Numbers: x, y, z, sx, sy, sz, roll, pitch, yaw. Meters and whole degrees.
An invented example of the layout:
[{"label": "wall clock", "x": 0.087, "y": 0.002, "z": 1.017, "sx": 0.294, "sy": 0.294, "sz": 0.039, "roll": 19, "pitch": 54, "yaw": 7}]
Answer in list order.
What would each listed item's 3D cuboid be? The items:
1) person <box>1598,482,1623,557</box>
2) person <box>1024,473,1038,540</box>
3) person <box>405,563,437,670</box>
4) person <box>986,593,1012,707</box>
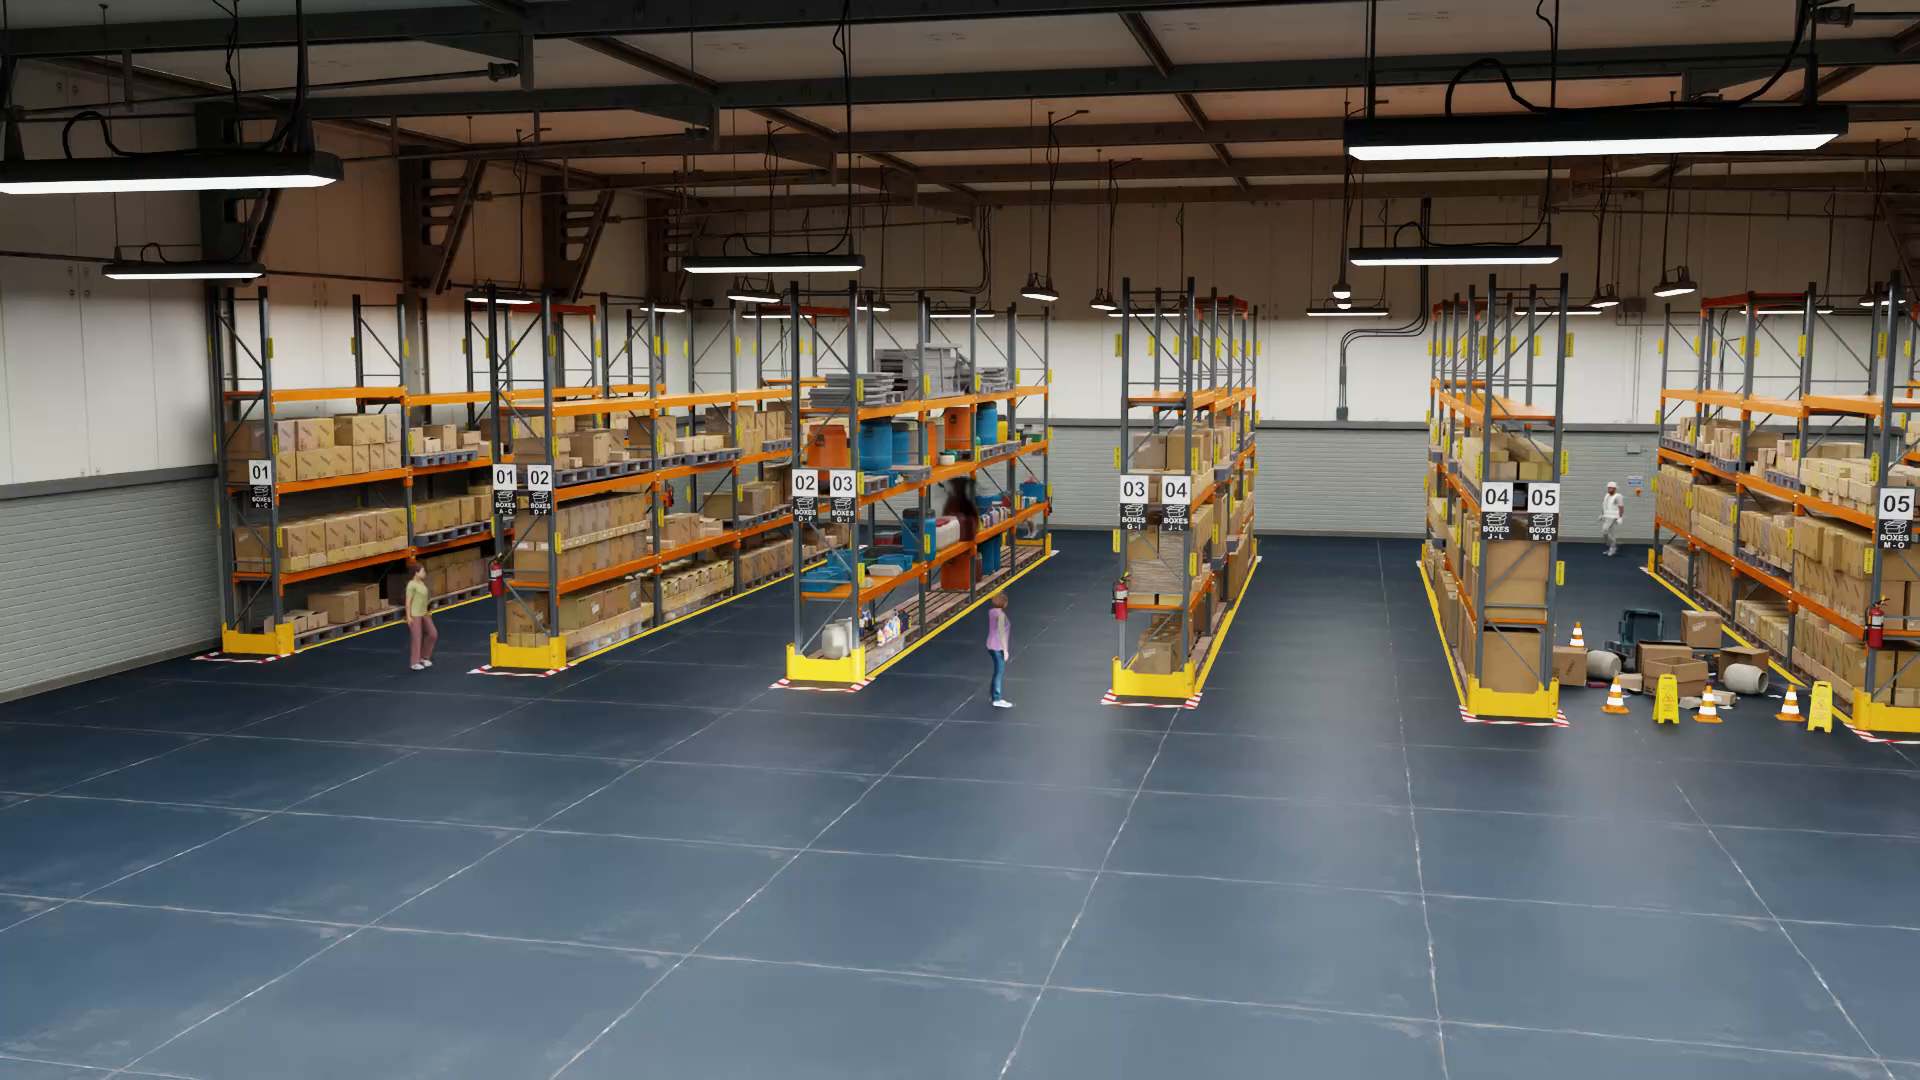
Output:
[{"label": "person", "x": 15.701, "y": -0.512, "z": 40.223, "sx": 0.466, "sy": 1.802, "sz": 0.543, "roll": -1, "pitch": 7, "yaw": -6}, {"label": "person", "x": 1.831, "y": -0.893, "z": 43.895, "sx": 0.510, "sy": 1.767, "sz": 0.519, "roll": -5, "pitch": 8, "yaw": -35}, {"label": "person", "x": -8.507, "y": 1.195, "z": 26.077, "sx": 0.380, "sy": 1.670, "sz": 0.578, "roll": 2, "pitch": 7, "yaw": 18}, {"label": "person", "x": 0.541, "y": 1.566, "z": 23.370, "sx": 0.332, "sy": 1.660, "sz": 0.505, "roll": -2, "pitch": 7, "yaw": -17}]
